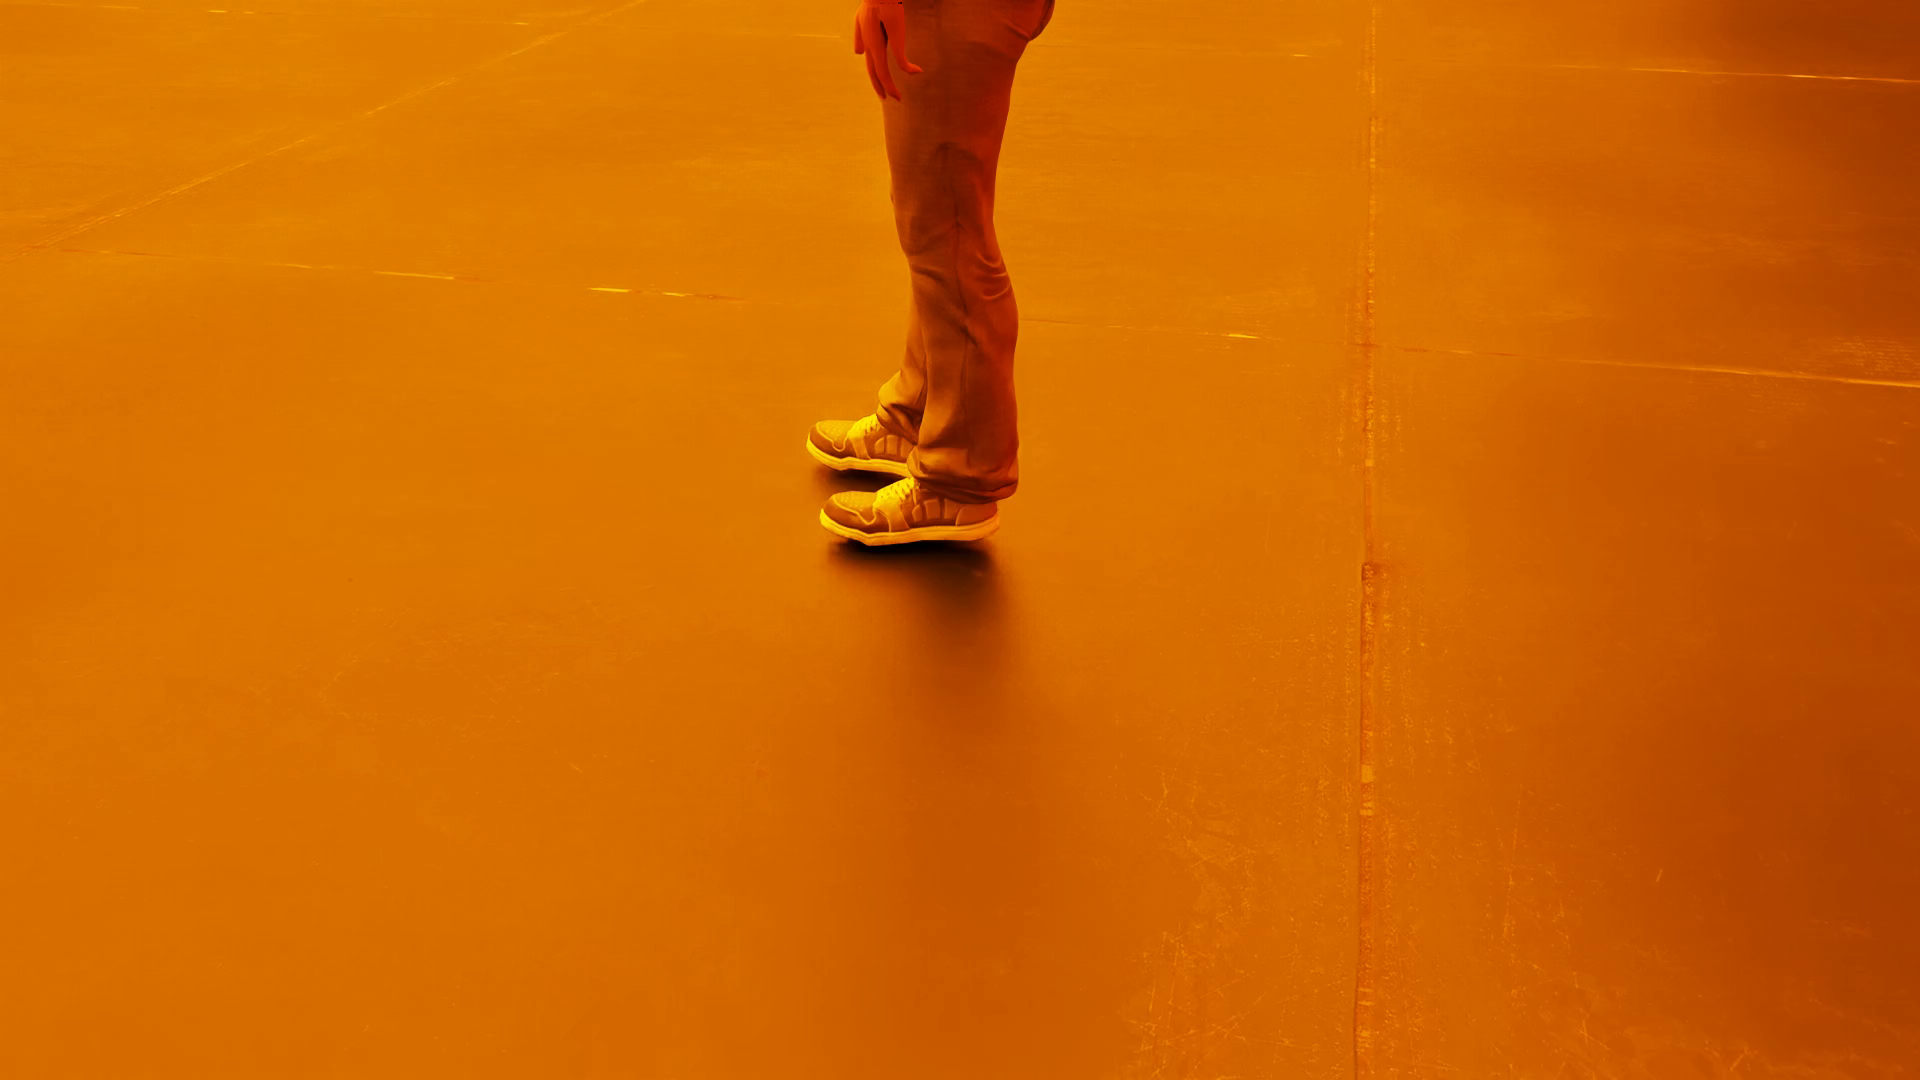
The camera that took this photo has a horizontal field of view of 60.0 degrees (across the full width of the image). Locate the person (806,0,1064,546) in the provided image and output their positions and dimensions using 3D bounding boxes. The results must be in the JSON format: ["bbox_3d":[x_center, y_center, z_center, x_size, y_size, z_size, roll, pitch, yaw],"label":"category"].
[{"bbox_3d":[-0.070,-0.733,2.164,0.473,1.599,0.521,6,27,11],"label":"person"}]
